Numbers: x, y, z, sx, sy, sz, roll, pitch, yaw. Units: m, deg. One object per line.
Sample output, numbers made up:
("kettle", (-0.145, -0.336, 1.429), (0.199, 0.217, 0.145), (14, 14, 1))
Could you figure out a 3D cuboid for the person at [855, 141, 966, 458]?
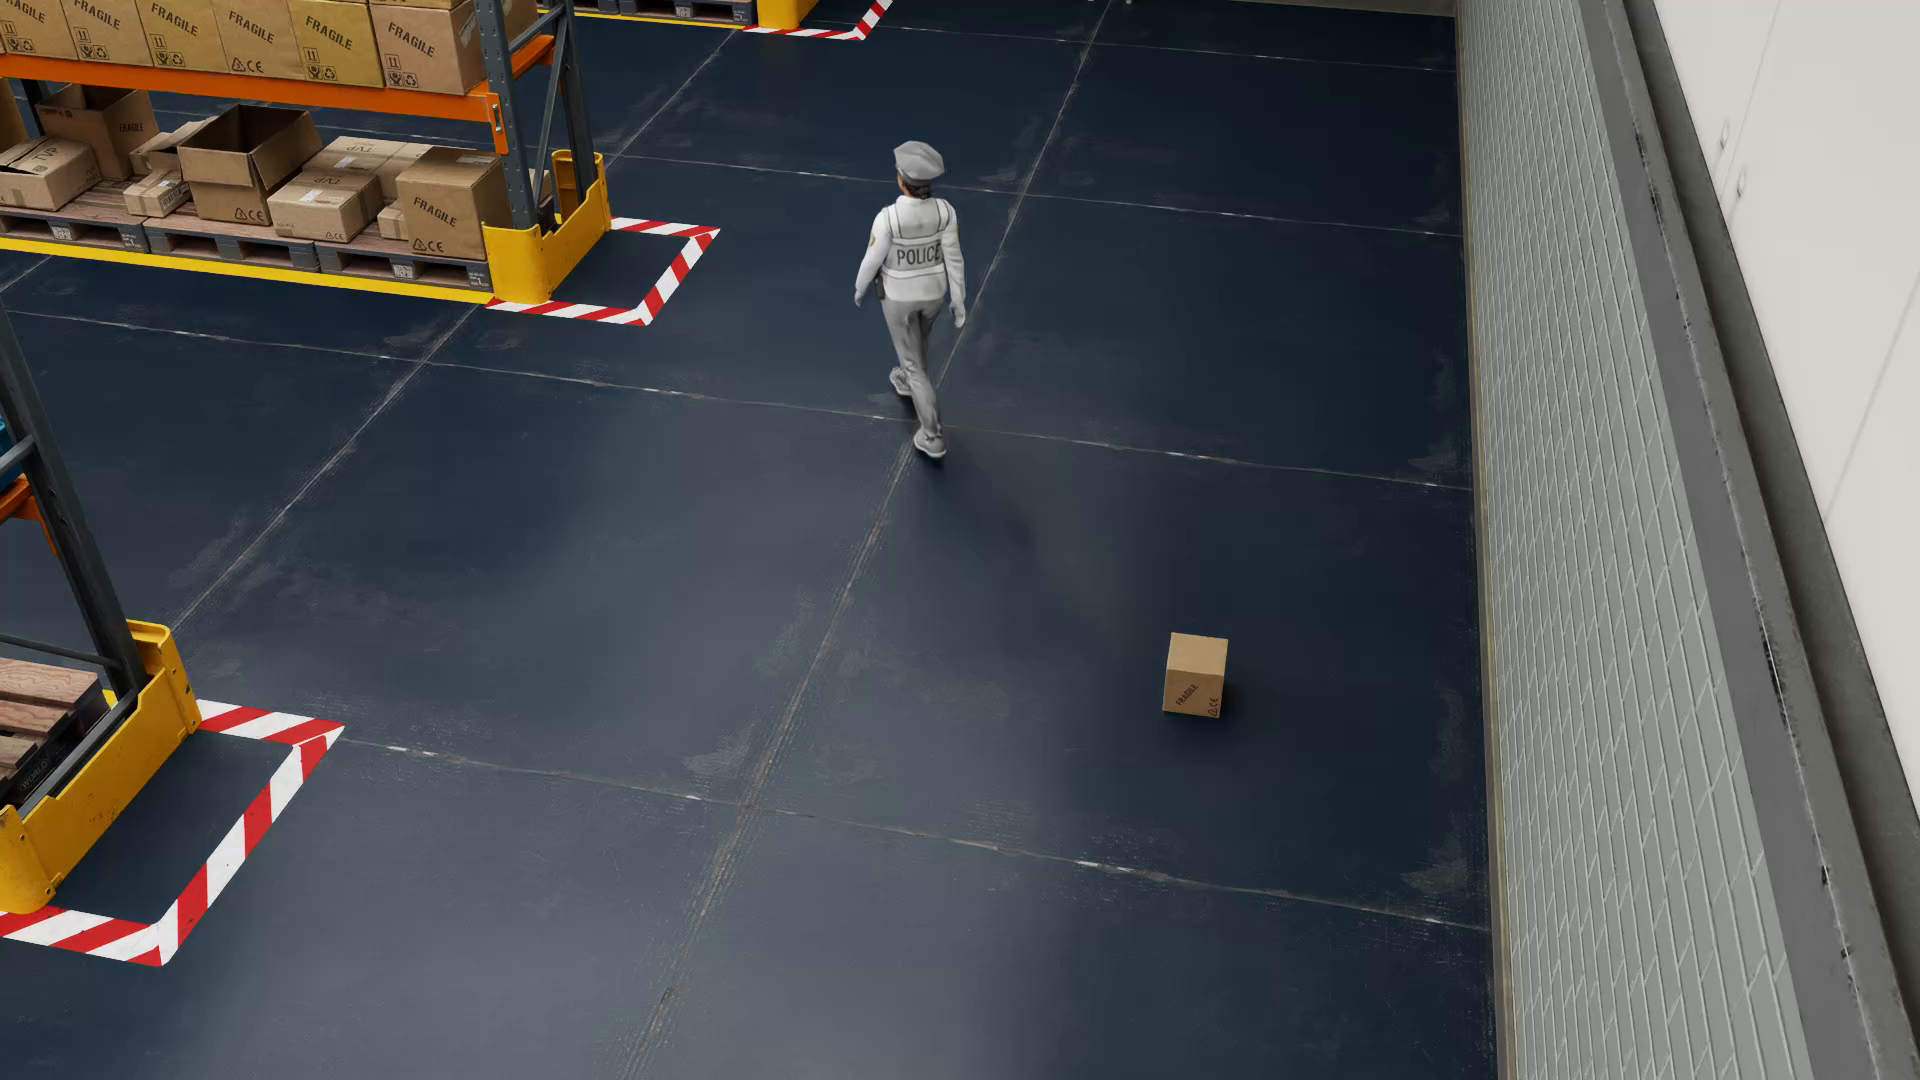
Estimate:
("person", (-0.291, -1.323, 8.685), (0.517, 1.636, 0.944), (-16, 40, -21))
